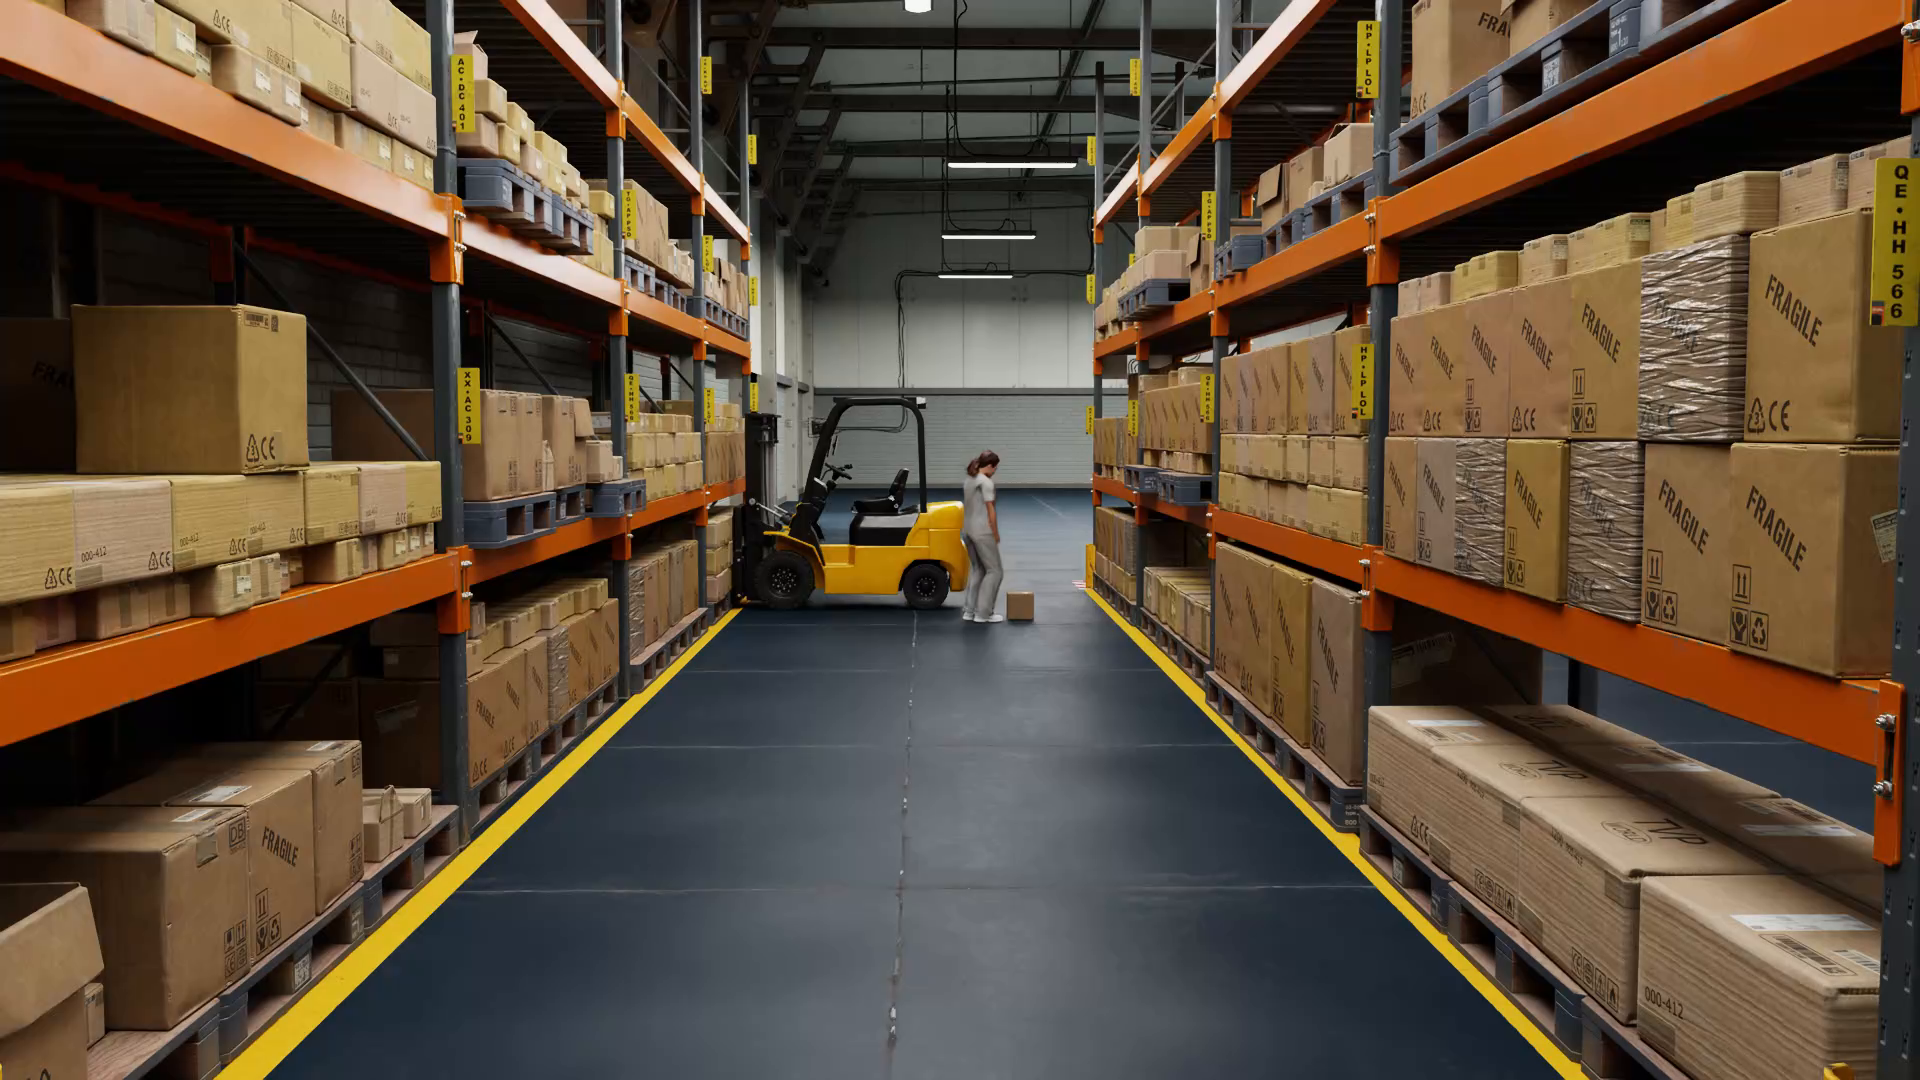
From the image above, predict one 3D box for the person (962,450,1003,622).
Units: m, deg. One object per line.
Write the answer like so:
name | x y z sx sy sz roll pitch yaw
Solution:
person | 0.207 -0.039 15.902 0.370 1.637 0.458 -2 4 -29
